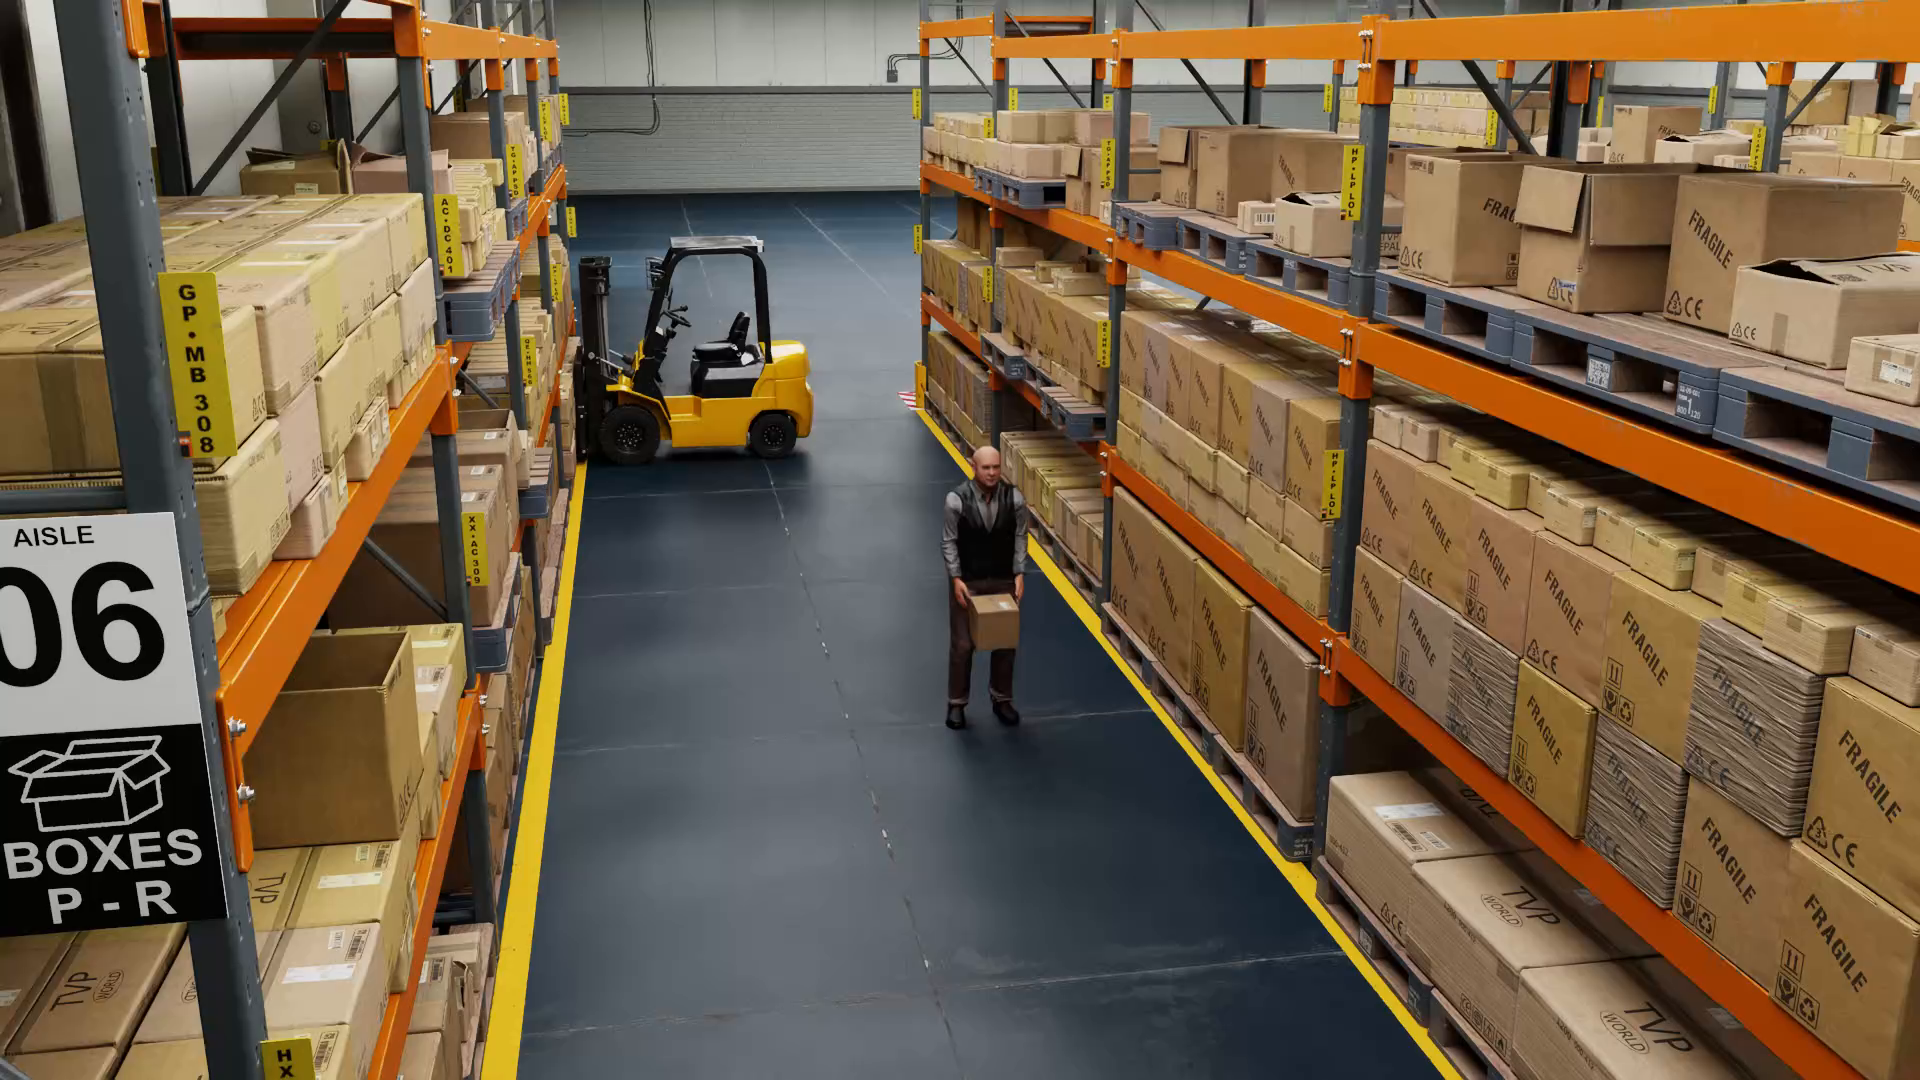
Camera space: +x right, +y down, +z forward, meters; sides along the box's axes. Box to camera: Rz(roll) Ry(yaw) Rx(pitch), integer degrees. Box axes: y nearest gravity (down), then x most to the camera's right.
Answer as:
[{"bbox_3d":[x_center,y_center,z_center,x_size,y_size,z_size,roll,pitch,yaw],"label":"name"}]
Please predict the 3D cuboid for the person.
[{"bbox_3d":[0.152,0.269,10.144,0.551,1.727,0.446,-3,17,-12],"label":"person"}]
